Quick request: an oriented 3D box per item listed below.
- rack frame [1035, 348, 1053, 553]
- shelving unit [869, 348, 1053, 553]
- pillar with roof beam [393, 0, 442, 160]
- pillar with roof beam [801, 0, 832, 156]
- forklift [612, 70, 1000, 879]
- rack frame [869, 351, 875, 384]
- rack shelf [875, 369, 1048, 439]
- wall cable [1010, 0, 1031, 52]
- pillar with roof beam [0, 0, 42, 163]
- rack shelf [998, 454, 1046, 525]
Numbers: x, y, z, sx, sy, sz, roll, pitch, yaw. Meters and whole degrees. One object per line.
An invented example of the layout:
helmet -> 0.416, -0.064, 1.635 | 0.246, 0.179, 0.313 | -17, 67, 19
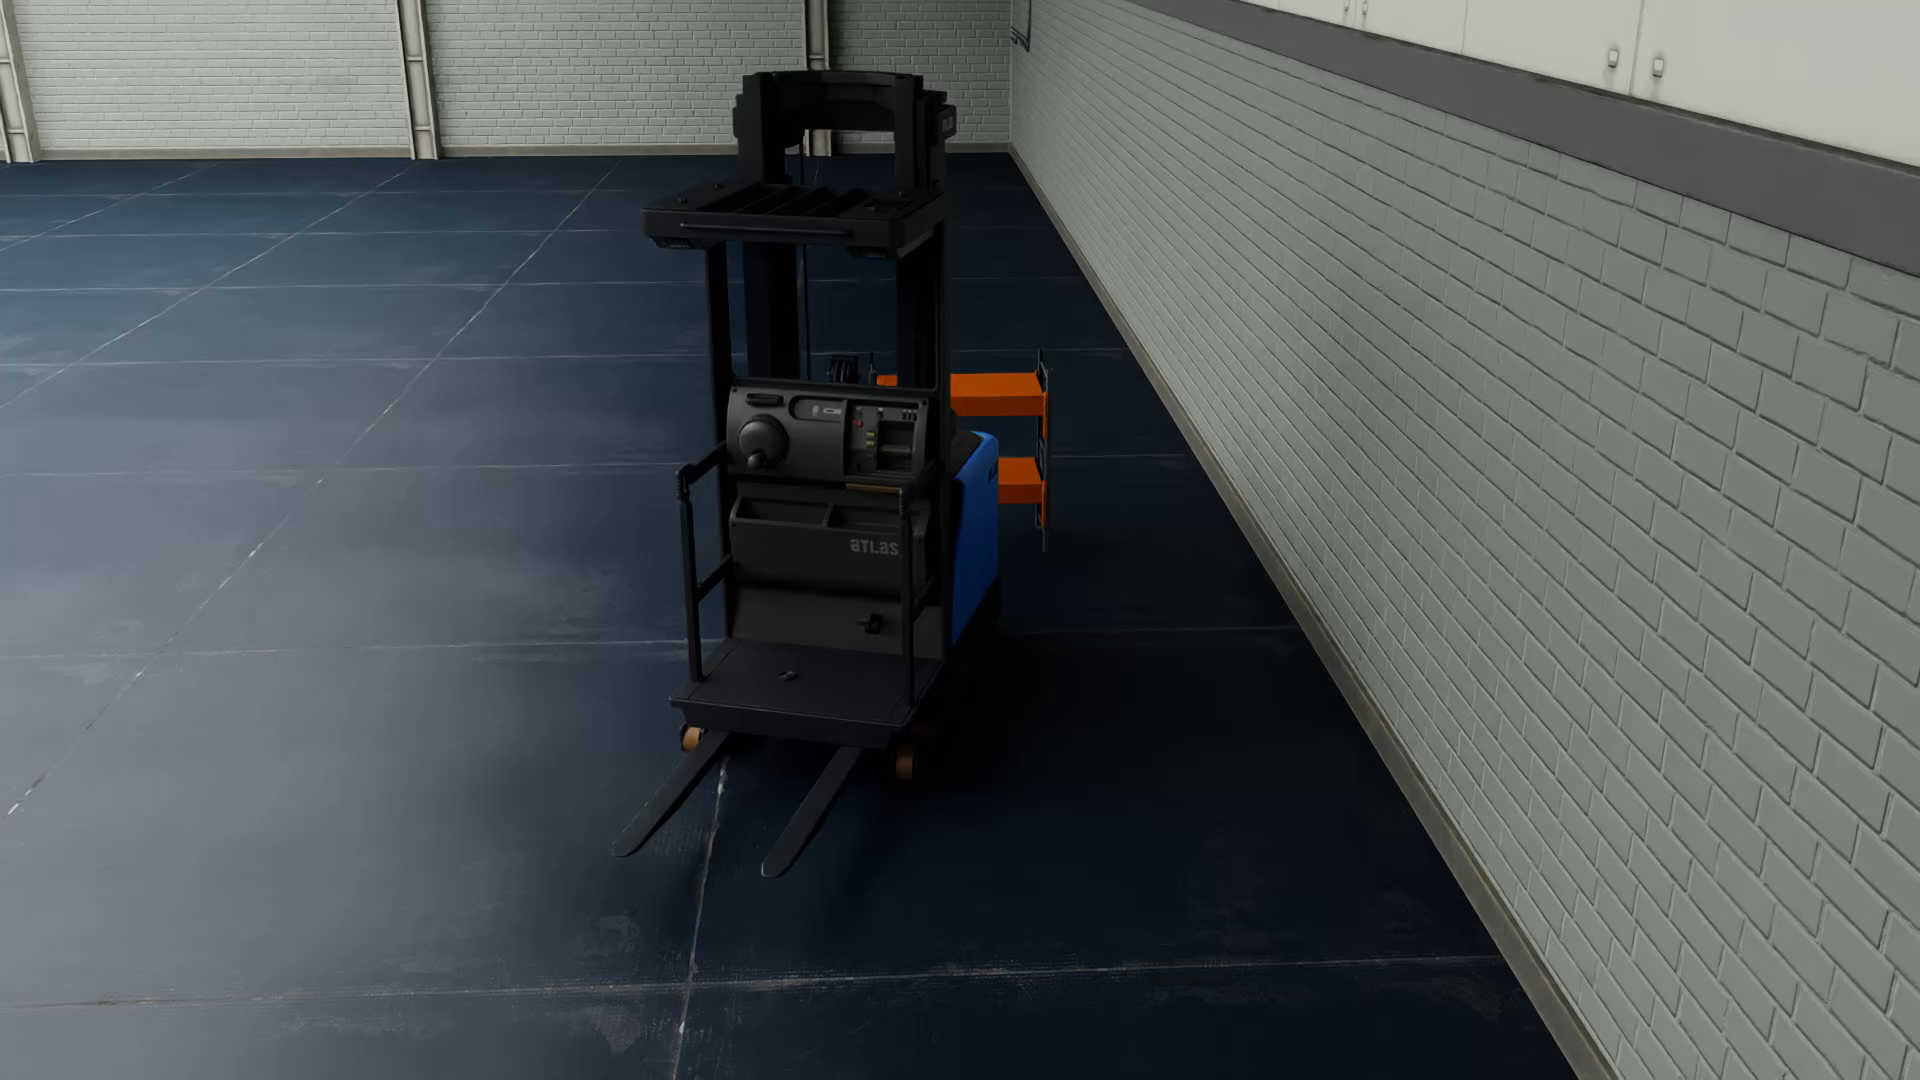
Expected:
rack frame -> 0.501, -0.536, 9.948 | 0.032, 1.125, 0.500 | -1, 21, -3
shelving unit -> -0.007, -0.526, 9.920 | 1.048, 1.125, 0.538 | -1, 21, -3
pillar with roof beam -> -7.933, -8.538, 19.900 | 0.400, 9.000, 9.100 | -1, 21, -3
pillar with roof beam -> -1.943, -8.660, 20.220 | 0.400, 9.000, 9.100 | -1, 21, -3
forklift -> -0.640, -0.456, 7.199 | 1.130, 2.935, 3.031 | 5, 21, 13
rack frame -> -0.514, -0.515, 9.893 | 0.032, 1.125, 0.500 | -1, 21, -3
rack shelf -> -0.007, -0.799, 9.816 | 1.000, 0.278, 0.538 | -1, 21, -3
wall cable -> 0.828, -8.328, 23.712 | 0.112, 2.526, 3.097 | -1, 21, -3
pillar with roof beam -> -13.923, -8.416, 19.580 | 0.400, 9.000, 9.100 | -1, 21, -3
rack shelf -> -0.007, -0.297, 10.007 | 1.000, 0.278, 0.538 | -1, 21, -3
